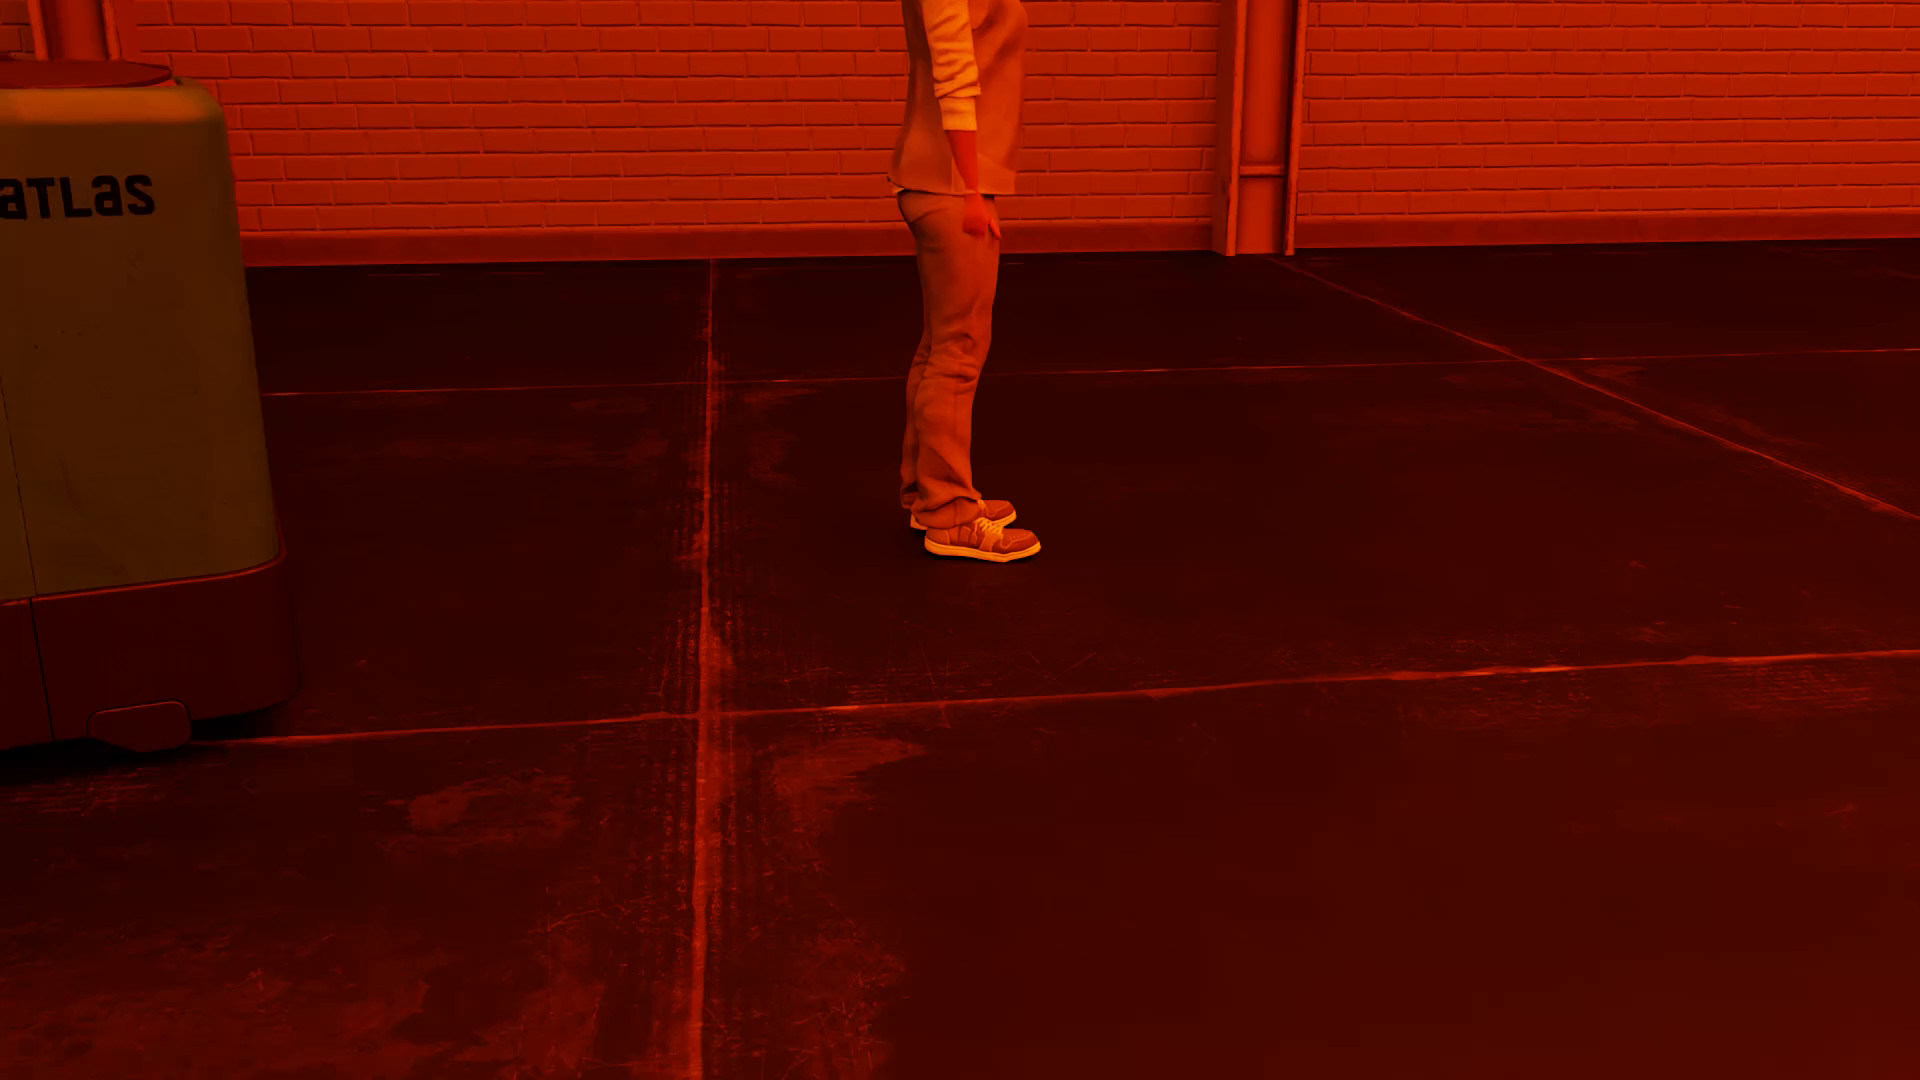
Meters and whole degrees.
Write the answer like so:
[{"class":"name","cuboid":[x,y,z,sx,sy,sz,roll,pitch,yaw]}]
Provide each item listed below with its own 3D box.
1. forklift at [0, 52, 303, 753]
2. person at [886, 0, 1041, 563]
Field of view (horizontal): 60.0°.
[{"class":"forklift","cuboid":[-2.693,-1.012,2.245,3.031,2.935,1.130,-8,18,-24]},{"class":"person","cuboid":[0.000,-0.766,3.738,0.327,1.602,0.409,-2,17,-8]}]
